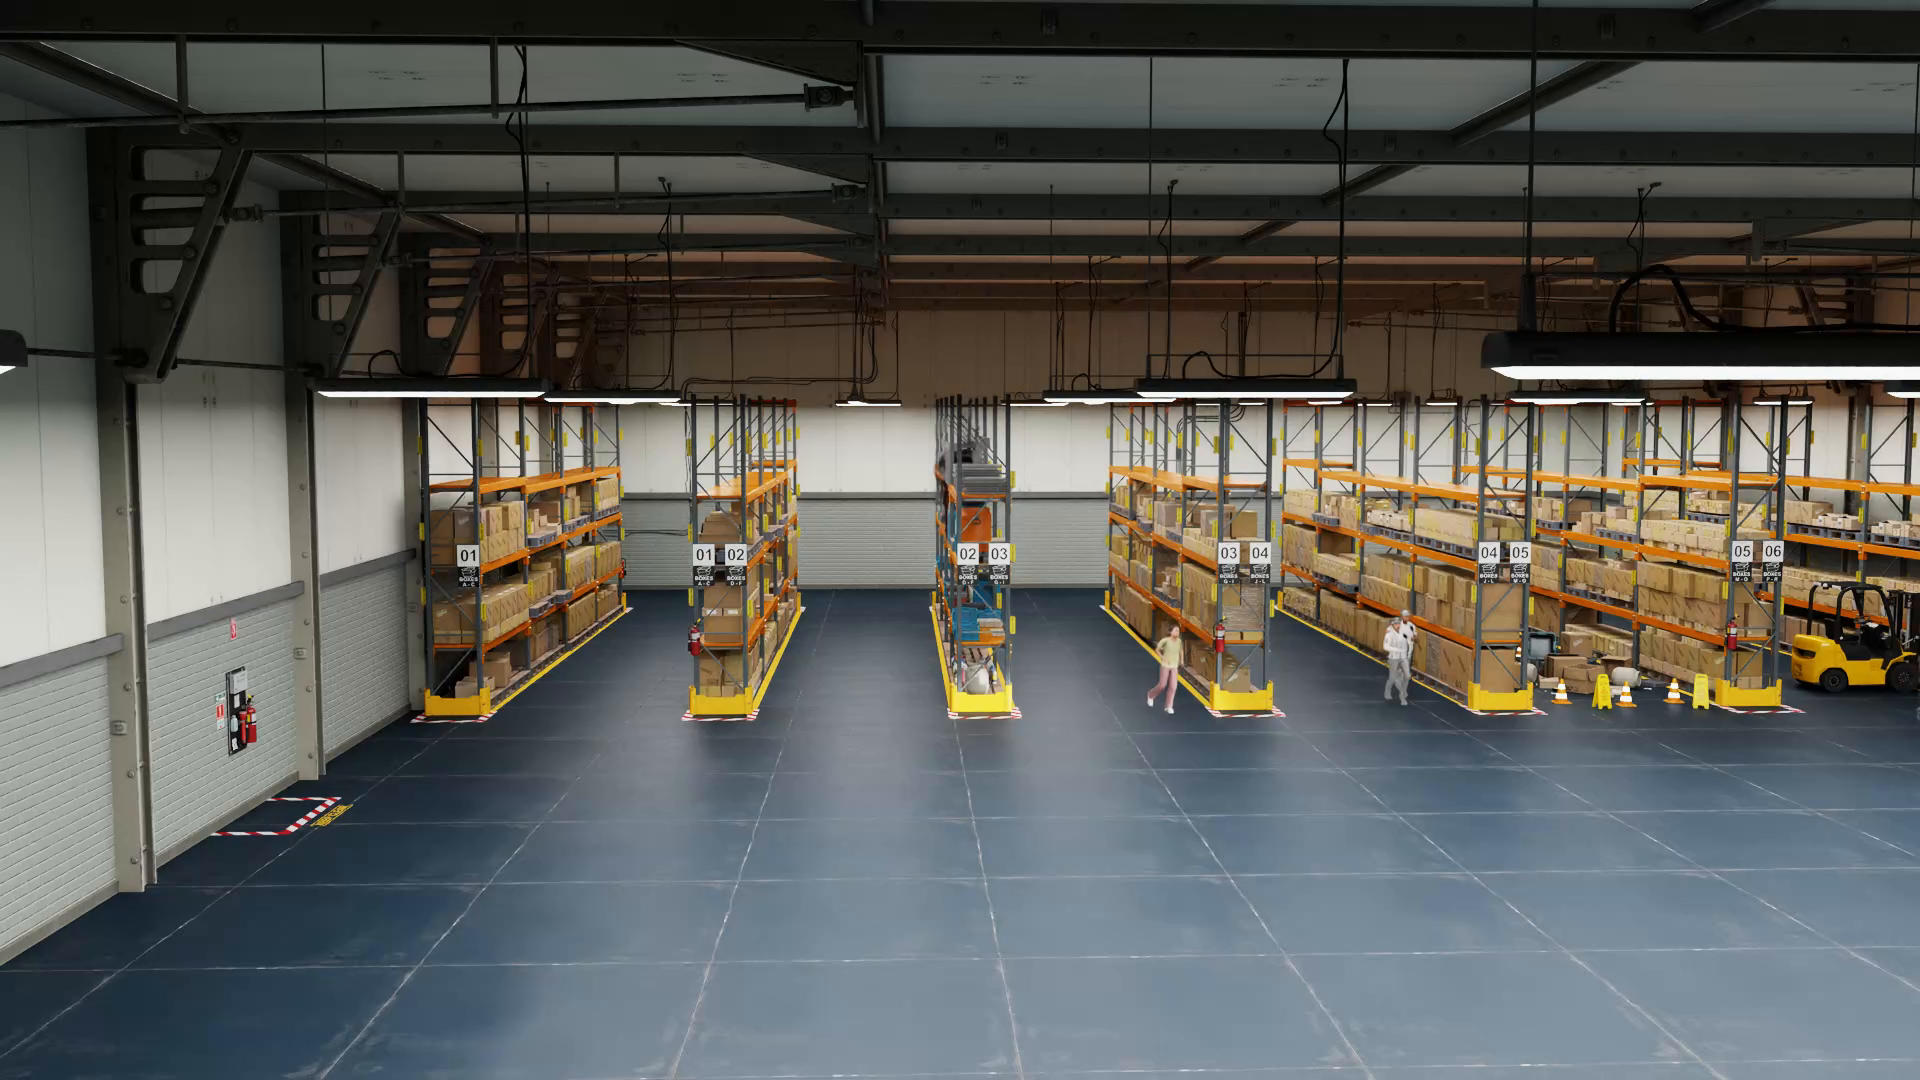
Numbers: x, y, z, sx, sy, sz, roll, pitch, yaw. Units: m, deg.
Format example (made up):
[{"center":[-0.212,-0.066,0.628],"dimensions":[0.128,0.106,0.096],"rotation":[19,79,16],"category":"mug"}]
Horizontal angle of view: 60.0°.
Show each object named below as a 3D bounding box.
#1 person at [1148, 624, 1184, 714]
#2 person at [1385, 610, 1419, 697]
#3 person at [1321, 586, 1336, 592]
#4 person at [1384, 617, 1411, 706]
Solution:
[{"center":[3.999,2.416,31.591],"dimensions":[0.649,1.646,0.821],"rotation":[-2,5,-23],"category":"person"},{"center":[8.920,2.248,33.465],"dimensions":[0.599,1.701,0.815],"rotation":[-1,5,-14],"category":"person"},{"center":[10.620,1.041,48.578],"dimensions":[0.730,1.722,0.676],"rotation":[-4,6,-45],"category":"person"},{"center":[8.532,2.351,32.408],"dimensions":[0.618,1.728,0.733],"rotation":[-1,5,-9],"category":"person"}]
